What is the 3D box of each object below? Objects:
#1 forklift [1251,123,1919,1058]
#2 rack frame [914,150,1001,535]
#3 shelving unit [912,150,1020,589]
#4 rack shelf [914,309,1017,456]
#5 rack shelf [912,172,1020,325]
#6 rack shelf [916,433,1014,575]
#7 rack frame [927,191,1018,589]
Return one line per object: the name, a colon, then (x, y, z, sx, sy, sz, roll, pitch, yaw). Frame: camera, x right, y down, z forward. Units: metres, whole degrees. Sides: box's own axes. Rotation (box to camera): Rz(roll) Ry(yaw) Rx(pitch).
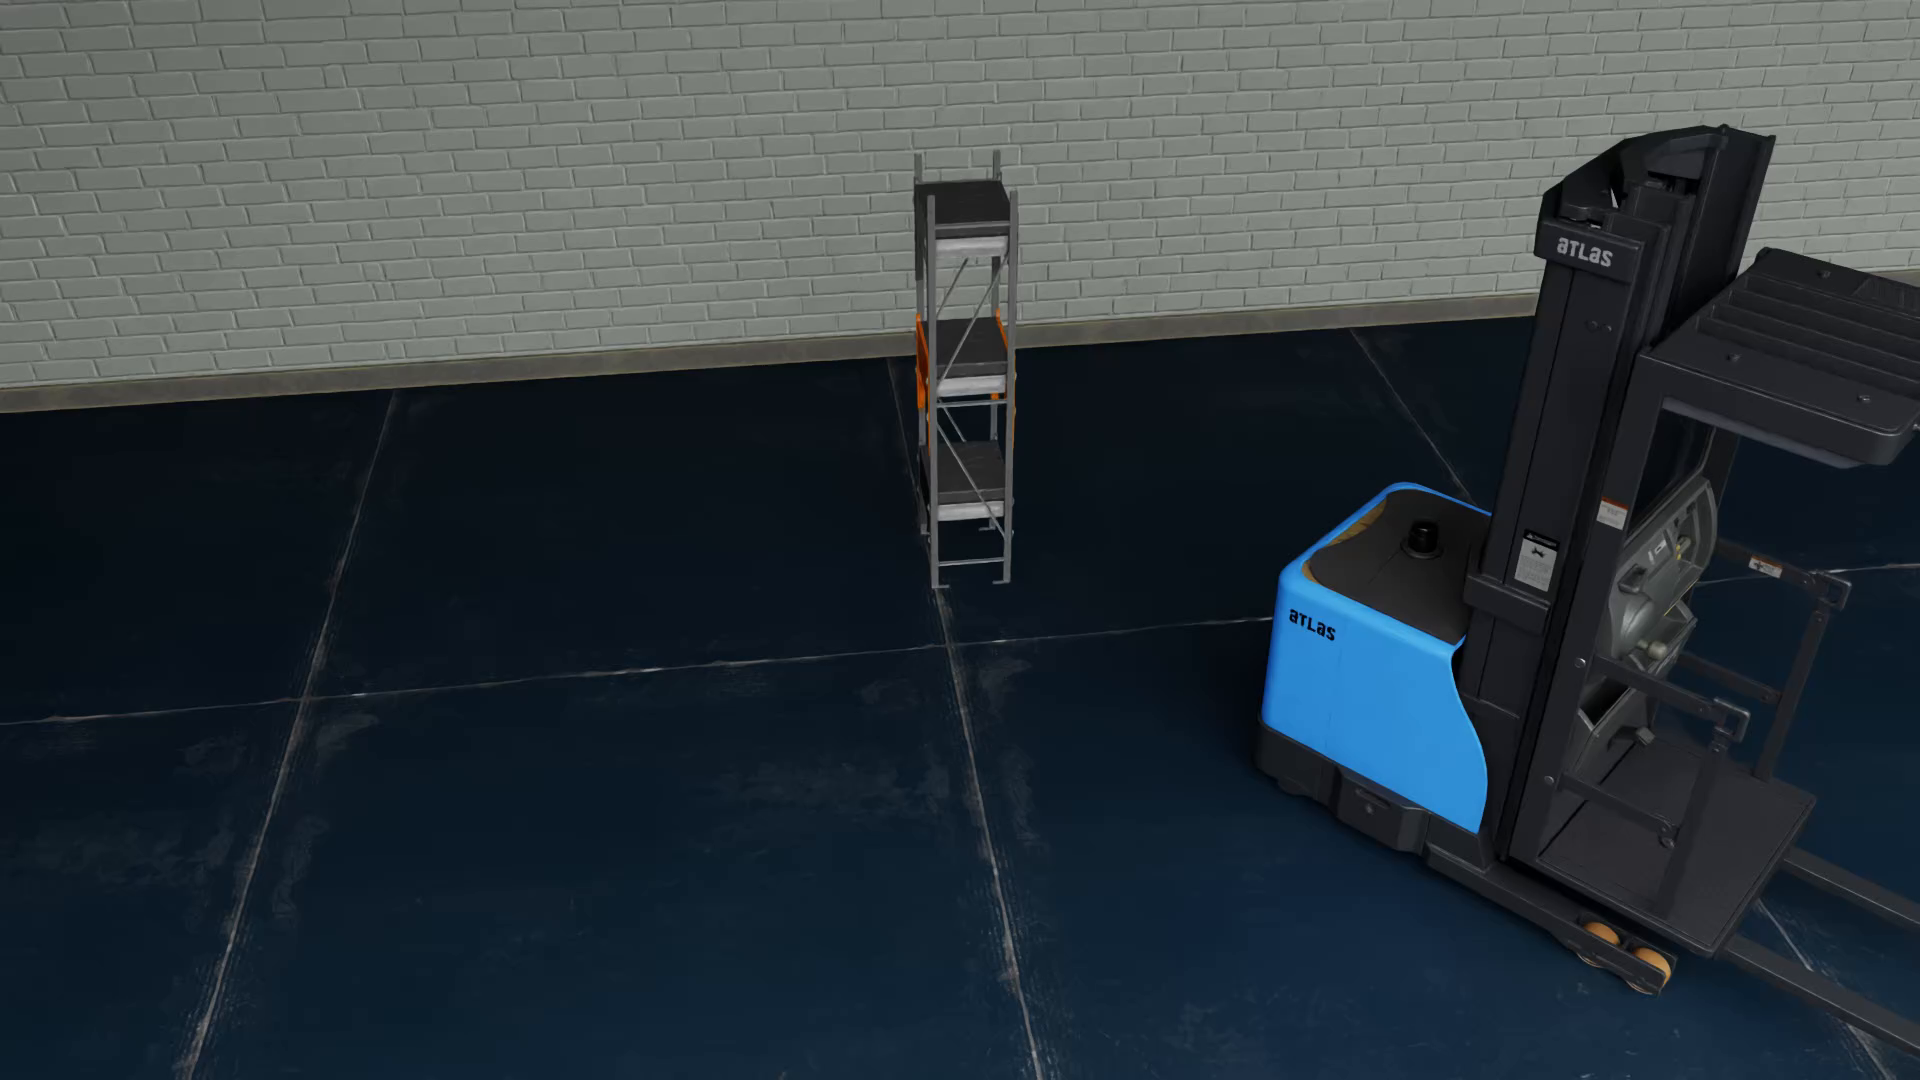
forklift: (2.700, 0.155, 5.919, 3.031, 2.935, 1.130, 27, 42, 34)
rack frame: (-0.011, -0.911, 8.223, 0.400, 2.100, 0.015, -4, 35, -6)
shelving unit: (0.022, -0.775, 8.023, 0.431, 2.100, 0.503, -4, 35, -6)
rack shelf: (0.022, -0.764, 8.031, 0.431, 0.518, 0.480, -4, 35, -6)
rack shelf: (0.022, -1.342, 7.637, 0.431, 0.518, 0.480, -4, 35, -6)
rack shelf: (0.022, -0.186, 8.425, 0.431, 0.518, 0.480, -4, 35, -6)
rack frame: (0.055, -0.639, 7.823, 0.400, 2.100, 0.015, -4, 35, -6)
